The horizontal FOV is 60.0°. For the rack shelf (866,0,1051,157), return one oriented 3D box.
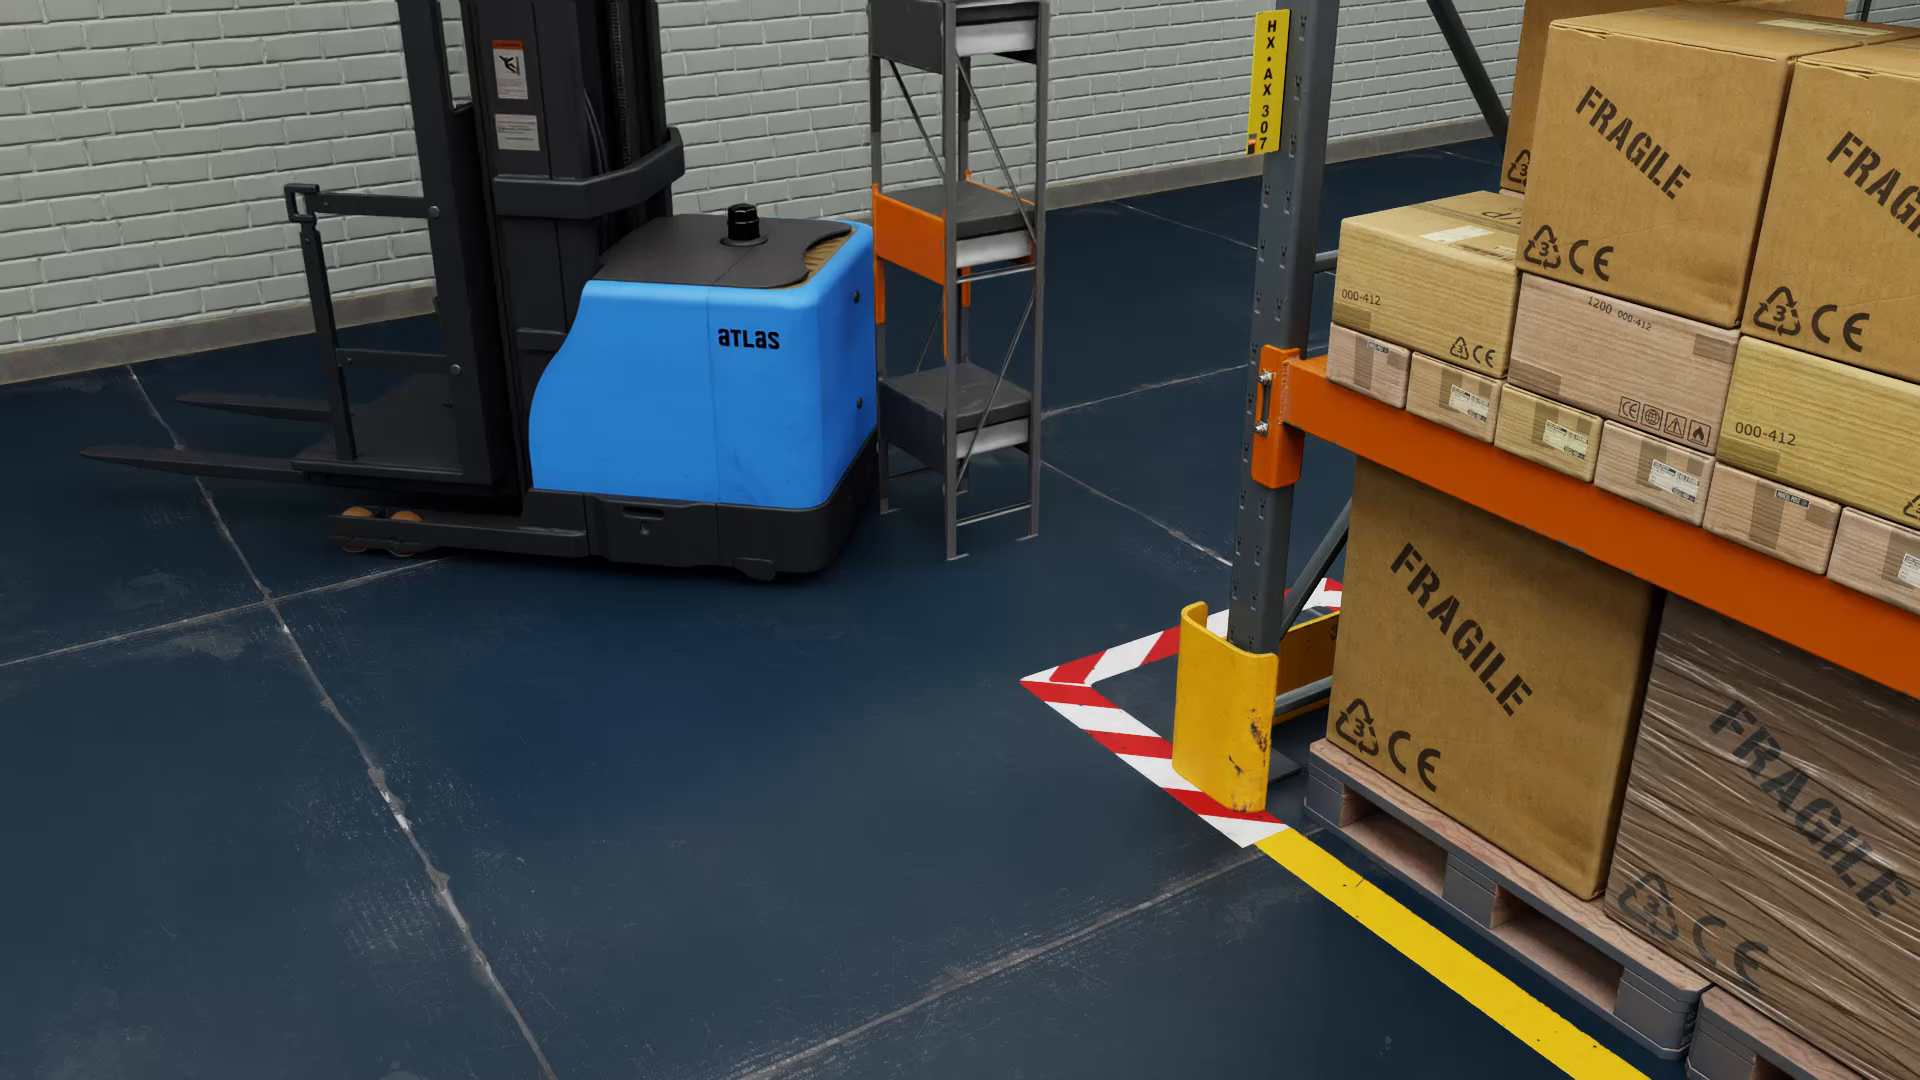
[{"bbox_3d":[-0.009,-1.622,5.619,0.431,0.518,0.480,-15,29,-29],"label":"rack shelf"}]

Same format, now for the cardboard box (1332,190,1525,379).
[{"bbox_3d":[1.226,-0.604,3.842,0.500,0.250,0.500,-16,30,-31],"label":"cardboard box"}]

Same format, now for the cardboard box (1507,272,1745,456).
[{"bbox_3d":[1.515,-0.419,3.452,0.500,0.250,0.500,-16,30,-30],"label":"cardboard box"}]

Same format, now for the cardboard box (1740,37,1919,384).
[{"bbox_3d":[1.786,-0.580,2.914,0.500,0.500,0.500,-16,30,-31],"label":"cardboard box"}]

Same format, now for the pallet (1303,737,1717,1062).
[{"bbox_3d":[1.692,0.757,4.399,1.003,0.211,1.213,-16,29,-30],"label":"pallet"}]

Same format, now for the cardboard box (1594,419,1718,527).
[{"bbox_3d":[1.532,-0.178,3.408,0.380,0.149,0.250,-16,30,-30],"label":"cardboard box"}]

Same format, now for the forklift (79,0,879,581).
[{"bbox_3d":[-1.864,-1.477,5.946,3.031,2.935,1.130,5,26,10],"label":"forklift"}]

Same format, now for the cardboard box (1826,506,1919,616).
[{"bbox_3d":[1.811,0.005,3.019,0.380,0.149,0.250,-16,30,-30],"label":"cardboard box"}]

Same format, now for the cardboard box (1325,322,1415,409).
[{"bbox_3d":[1.107,-0.454,3.992,0.380,0.149,0.250,-15,29,-29],"label":"cardboard box"}]

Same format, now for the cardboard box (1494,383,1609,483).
[{"bbox_3d":[1.388,-0.271,3.605,0.380,0.149,0.250,-16,30,-31],"label":"cardboard box"}]

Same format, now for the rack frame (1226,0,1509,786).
[{"bbox_3d":[1.190,-0.772,4.371,1.000,3.000,0.127,-16,29,-30],"label":"rack frame"}]

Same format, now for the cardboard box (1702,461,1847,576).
[{"bbox_3d":[1.670,-0.087,3.215,0.380,0.149,0.250,-16,30,-31],"label":"cardboard box"}]

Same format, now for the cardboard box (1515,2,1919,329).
[{"bbox_3d":[1.498,-0.764,3.303,0.500,0.500,0.500,-16,30,-31],"label":"cardboard box"}]

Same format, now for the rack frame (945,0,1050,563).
[{"bbox_3d":[0.123,-0.914,5.726,0.400,2.100,0.015,-15,29,-29],"label":"rack frame"}]

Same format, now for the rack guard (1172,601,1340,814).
[{"bbox_3d":[1.177,0.350,4.922,1.175,0.500,0.348,-16,29,-30],"label":"rack guard"}]

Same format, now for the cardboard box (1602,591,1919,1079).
[{"bbox_3d":[2.103,0.535,3.600,0.875,0.875,0.875,-16,29,-30],"label":"cardboard box"}]

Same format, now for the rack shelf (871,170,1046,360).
[{"bbox_3d":[-0.009,-0.989,5.918,0.431,0.518,0.480,-15,29,-29],"label":"rack shelf"}]

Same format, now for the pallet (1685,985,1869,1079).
[{"bbox_3d":[2.354,1.193,3.475,1.003,0.211,1.213,-16,29,-30],"label":"pallet"}]

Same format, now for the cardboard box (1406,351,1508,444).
[{"bbox_3d":[1.248,-0.363,3.799,0.380,0.149,0.250,-16,30,-30],"label":"cardboard box"}]

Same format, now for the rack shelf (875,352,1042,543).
[{"bbox_3d":[-0.009,-0.356,6.217,0.431,0.518,0.480,-15,29,-29],"label":"rack shelf"}]

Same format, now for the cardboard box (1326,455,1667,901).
[{"bbox_3d":[1.606,0.210,4.289,0.875,0.875,0.875,-16,29,-30],"label":"cardboard box"}]

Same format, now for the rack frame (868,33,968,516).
[{"bbox_3d":[-0.141,-1.089,6.098,0.400,2.100,0.015,-15,29,-29],"label":"rack frame"}]

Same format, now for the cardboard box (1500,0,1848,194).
[{"bbox_3d":[1.676,-1.064,3.940,0.500,0.500,0.500,-15,29,-29],"label":"cardboard box"}]

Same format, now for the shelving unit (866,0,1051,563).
[{"bbox_3d":[-0.009,-1.002,5.912,0.431,2.100,0.503,-15,29,-29],"label":"shelving unit"}]

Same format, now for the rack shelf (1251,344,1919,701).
[{"bbox_3d":[2.282,0.269,3.009,1.077,0.370,4.000,-16,29,-30],"label":"rack shelf"}]

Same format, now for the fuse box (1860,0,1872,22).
[{"bbox_3d":[8.235,-4.947,14.725,0.539,1.711,0.414,-16,29,-30],"label":"fuse box"}]

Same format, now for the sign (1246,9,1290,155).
[{"bbox_3d":[0.721,-1.072,3.899,0.100,0.325,0.005,-16,29,-30],"label":"sign"}]

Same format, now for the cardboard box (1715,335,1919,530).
[{"bbox_3d":[1.786,-0.239,3.069,0.500,0.250,0.500,-17,30,-31],"label":"cardboard box"}]

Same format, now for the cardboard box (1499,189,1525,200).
[{"bbox_3d":[1.677,-0.727,4.103,0.500,0.250,0.500,-16,30,-30],"label":"cardboard box"}]
